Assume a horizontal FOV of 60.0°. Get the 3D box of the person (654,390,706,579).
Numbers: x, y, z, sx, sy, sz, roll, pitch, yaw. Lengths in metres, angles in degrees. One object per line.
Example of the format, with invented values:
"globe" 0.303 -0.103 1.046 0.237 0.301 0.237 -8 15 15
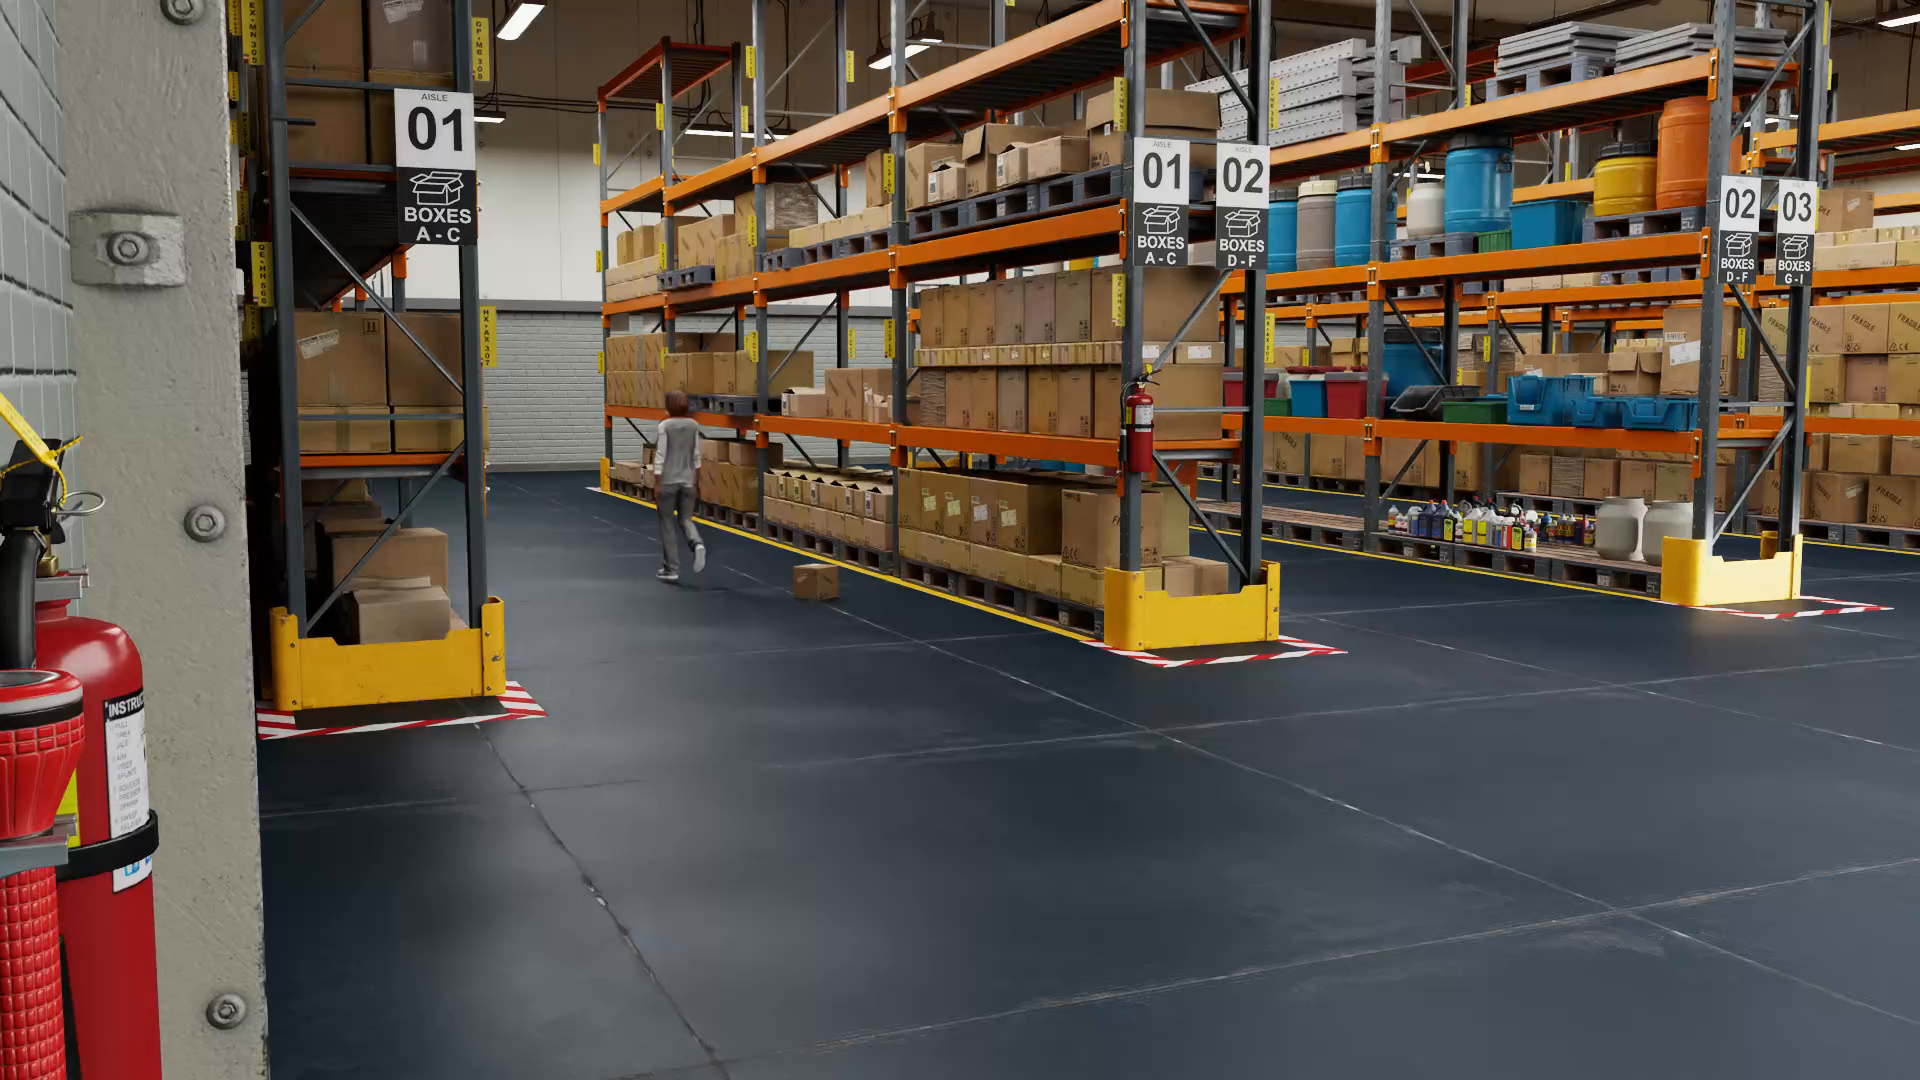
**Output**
"person" -2.334 -0.454 13.859 0.436 1.588 0.562 -4 7 -36
